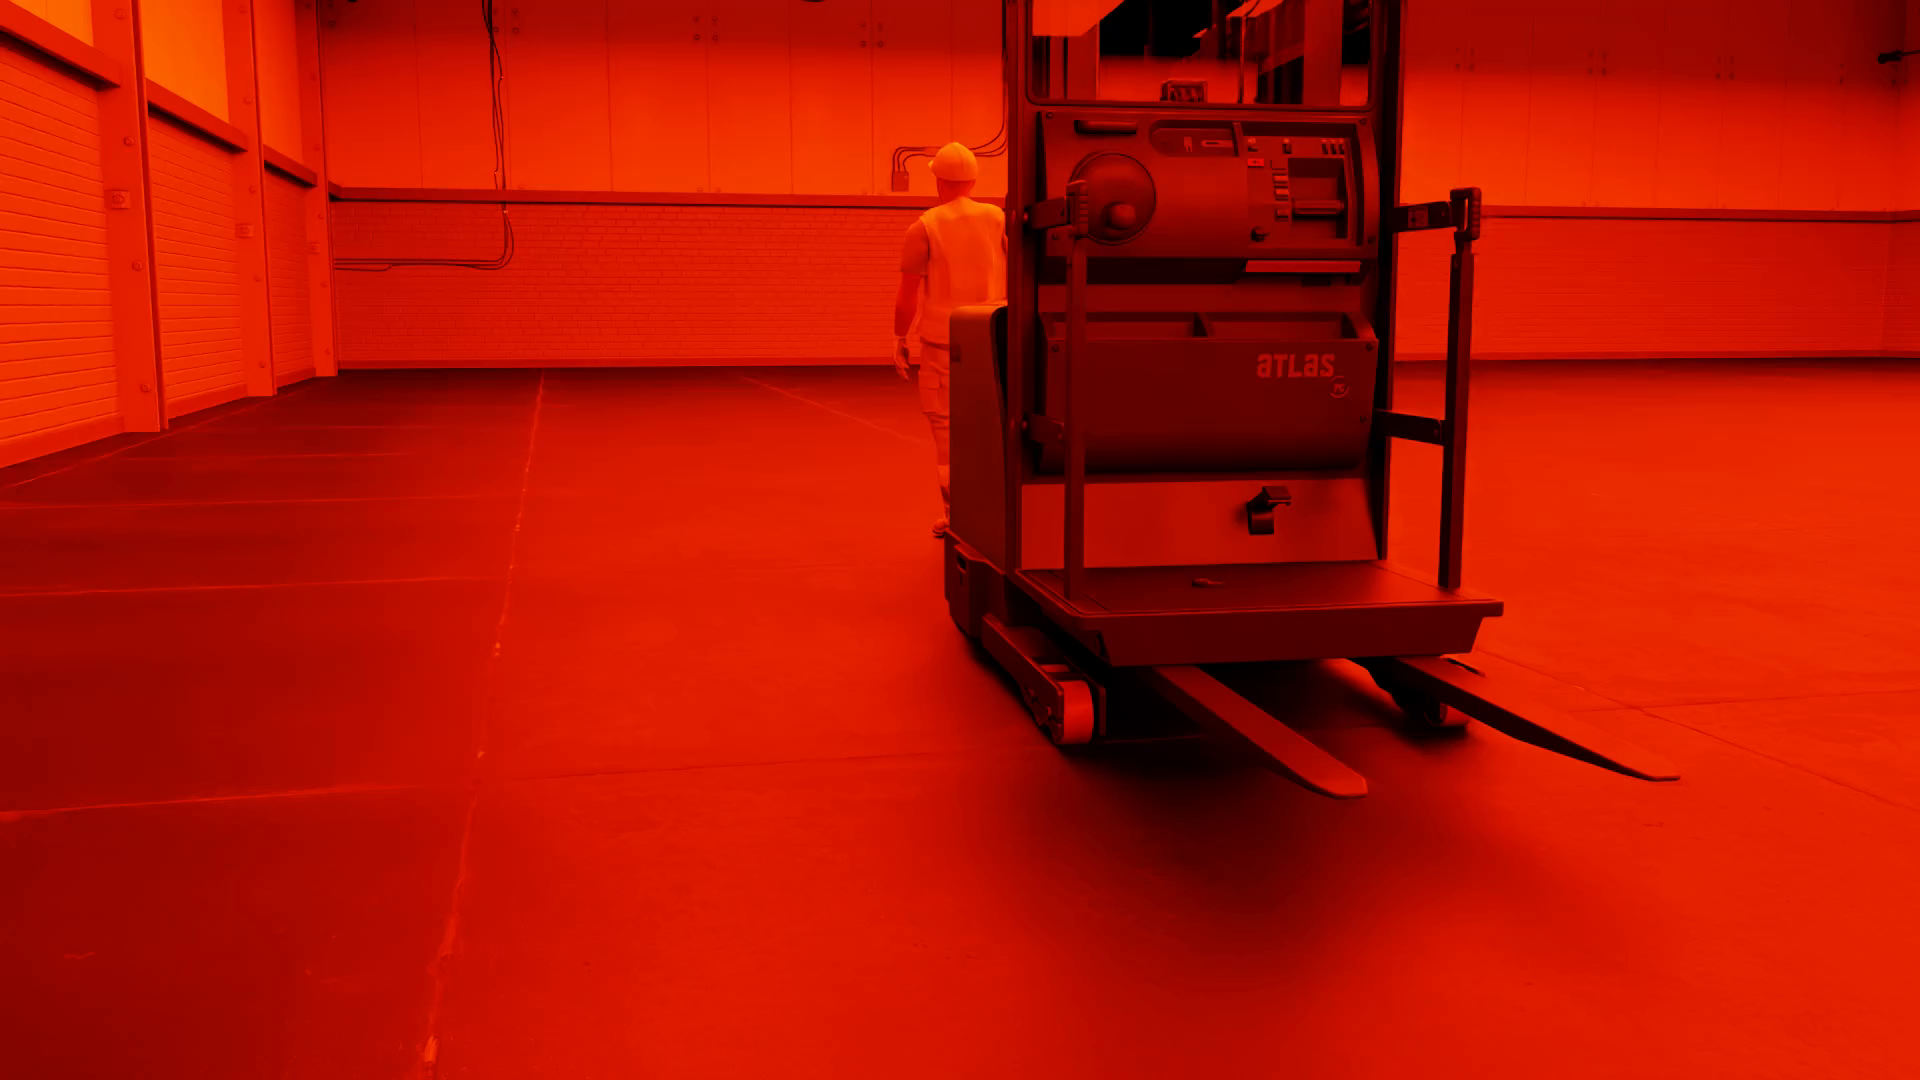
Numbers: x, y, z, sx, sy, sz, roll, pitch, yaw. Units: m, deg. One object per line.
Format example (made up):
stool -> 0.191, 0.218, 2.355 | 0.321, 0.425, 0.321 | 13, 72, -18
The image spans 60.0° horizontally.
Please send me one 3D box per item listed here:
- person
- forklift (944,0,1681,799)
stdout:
person -> -0.007, -0.905, 7.663 | 0.637, 1.790, 0.562 | -2, 8, -13
forklift -> 0.716, -0.998, 4.268 | 1.130, 2.935, 3.031 | -1, 8, -10
